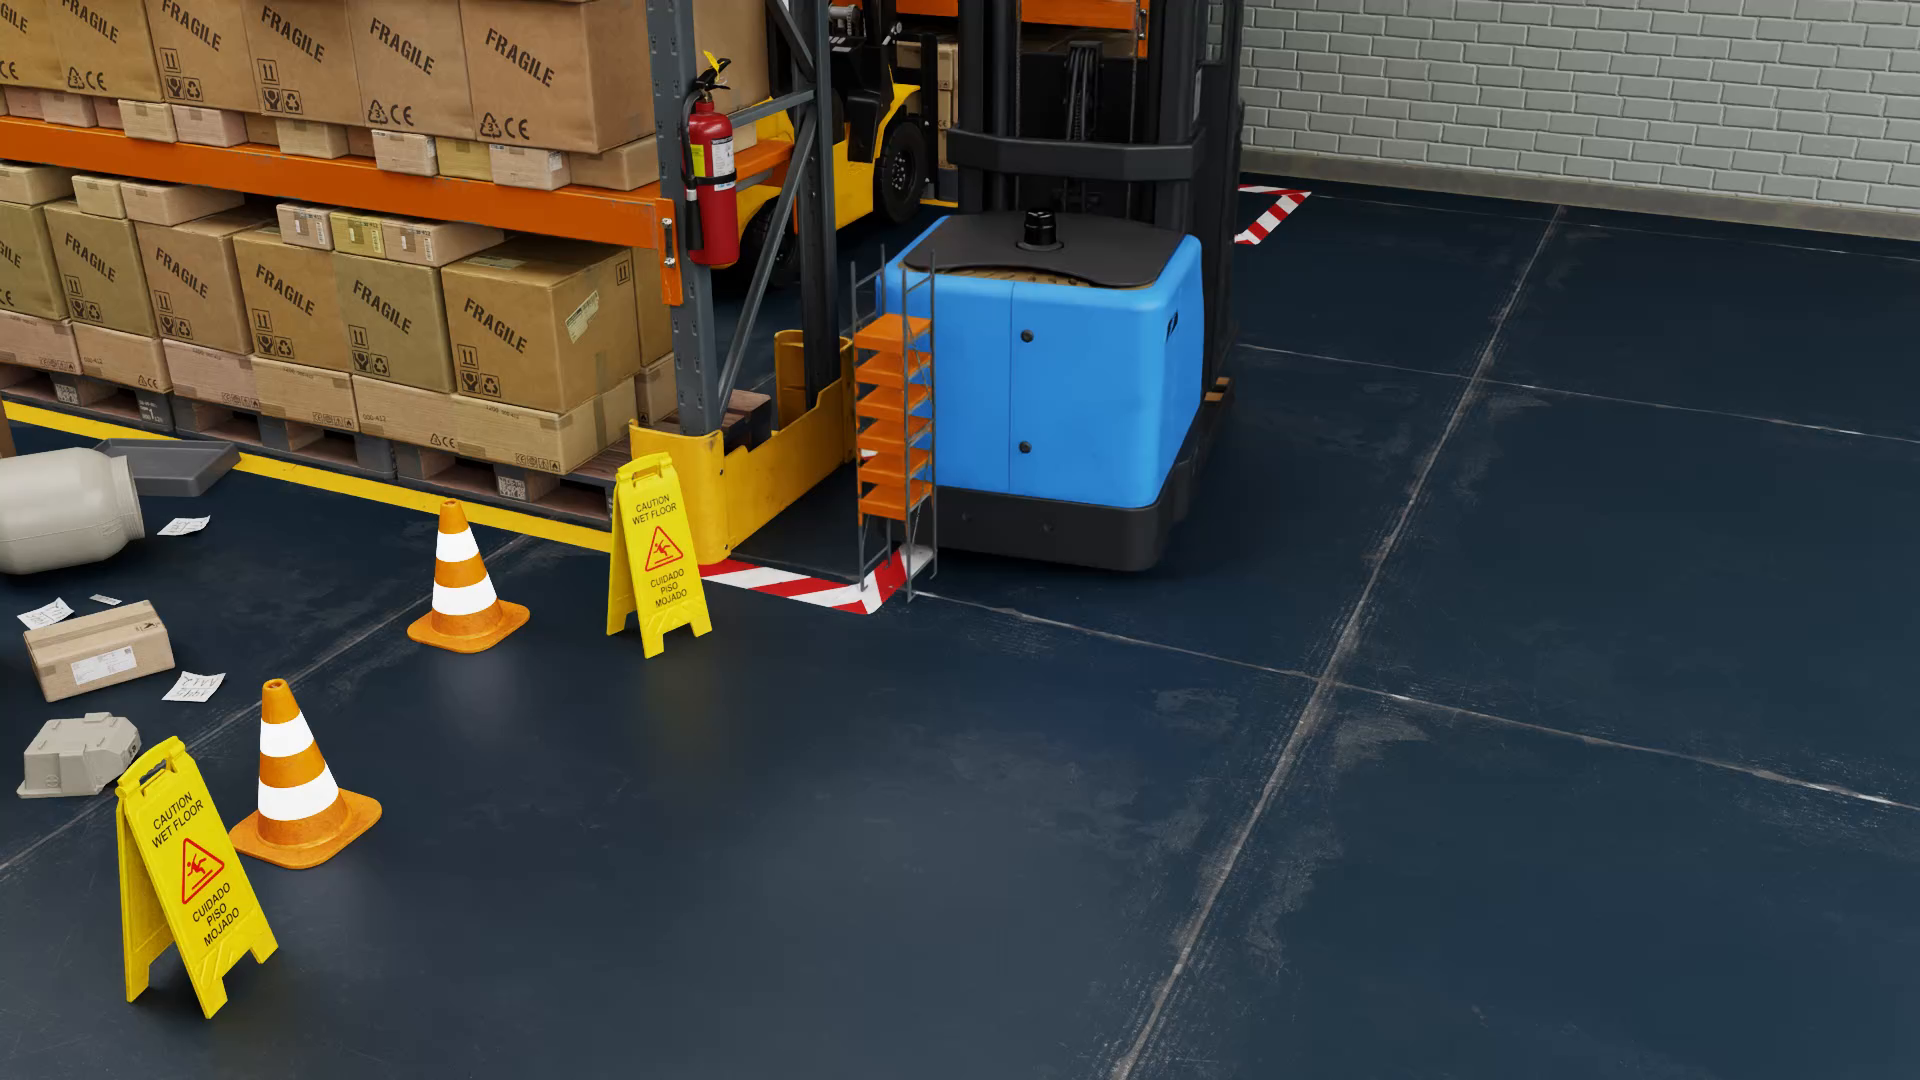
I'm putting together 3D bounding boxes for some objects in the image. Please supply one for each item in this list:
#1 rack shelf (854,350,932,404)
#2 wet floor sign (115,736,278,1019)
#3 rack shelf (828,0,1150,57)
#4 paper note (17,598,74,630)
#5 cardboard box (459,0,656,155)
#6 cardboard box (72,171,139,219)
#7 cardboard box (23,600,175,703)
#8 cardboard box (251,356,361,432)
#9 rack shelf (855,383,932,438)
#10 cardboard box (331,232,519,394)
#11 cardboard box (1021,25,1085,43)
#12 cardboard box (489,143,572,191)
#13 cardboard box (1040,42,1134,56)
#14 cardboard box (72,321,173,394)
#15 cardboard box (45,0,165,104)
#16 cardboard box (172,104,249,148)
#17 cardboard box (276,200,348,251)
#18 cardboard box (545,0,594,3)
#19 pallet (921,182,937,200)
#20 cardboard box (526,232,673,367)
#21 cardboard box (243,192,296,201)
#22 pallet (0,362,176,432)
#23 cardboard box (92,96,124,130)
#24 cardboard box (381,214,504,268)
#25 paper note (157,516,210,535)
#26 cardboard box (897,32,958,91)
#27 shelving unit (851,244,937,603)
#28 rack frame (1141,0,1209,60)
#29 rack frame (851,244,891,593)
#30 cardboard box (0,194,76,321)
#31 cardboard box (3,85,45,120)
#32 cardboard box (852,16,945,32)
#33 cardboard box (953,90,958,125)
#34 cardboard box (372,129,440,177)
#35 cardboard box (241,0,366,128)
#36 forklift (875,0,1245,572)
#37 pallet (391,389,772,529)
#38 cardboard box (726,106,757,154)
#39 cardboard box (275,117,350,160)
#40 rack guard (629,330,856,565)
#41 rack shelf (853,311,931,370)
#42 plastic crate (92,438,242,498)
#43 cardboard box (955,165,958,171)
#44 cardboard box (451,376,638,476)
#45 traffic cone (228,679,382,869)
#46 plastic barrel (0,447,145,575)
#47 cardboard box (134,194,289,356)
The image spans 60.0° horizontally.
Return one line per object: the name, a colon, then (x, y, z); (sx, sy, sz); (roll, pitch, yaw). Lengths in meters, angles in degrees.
rack shelf: (-0.218, -0.559, 5.583); (0.180, 0.103, 0.258); (11, 28, 21)
wet floor sign: (-1.856, 0.777, 3.941); (0.232, 0.644, 0.267); (6, 27, 13)
rack shelf: (-0.514, -3.536, 10.851); (4.000, 0.370, 1.077); (11, 28, 22)
paper note: (-3.141, 0.252, 5.716); (0.142, 0.019, 0.148); (23, 35, 39)
cardboard box: (-1.353, -1.664, 5.783); (0.500, 0.500, 0.500); (11, 28, 21)
cardboard box: (-3.403, -1.454, 6.861); (0.250, 0.149, 0.380); (13, 29, 24)
cardboard box: (-2.774, 0.355, 5.361); (0.380, 0.149, 0.250); (-18, 31, -31)
cardboard box: (-2.539, -0.683, 6.878); (0.500, 0.250, 0.500); (10, 28, 20)
rack shelf: (-0.217, -0.451, 5.637); (0.180, 0.103, 0.258); (11, 28, 21)
cardboard box: (-2.059, -0.924, 6.519); (0.500, 0.500, 0.500); (12, 29, 24)
cardboard box: (0.491, -3.151, 10.759); (0.500, 0.250, 0.500); (11, 28, 22)
cardboard box: (-1.451, -1.368, 5.918); (0.250, 0.149, 0.380); (11, 28, 21)
cardboard box: (0.758, -2.856, 10.160); (0.500, 0.250, 0.500); (12, 29, 24)
cardboard box: (-3.470, -0.874, 7.266); (0.500, 0.250, 0.500); (13, 29, 25)
cardboard box: (-3.183, -2.035, 6.537); (0.500, 0.500, 0.500); (11, 28, 21)
cardboard box: (-2.831, -1.657, 6.503); (0.250, 0.149, 0.380); (11, 28, 22)
cardboard box: (-2.411, -1.257, 6.461); (0.250, 0.149, 0.380); (13, 29, 24)
cardboard box: (-1.300, -2.129, 5.597); (0.500, 0.500, 0.700); (11, 28, 21)
pallet: (-0.514, -2.589, 11.270); (1.213, 0.211, 1.003); (11, 28, 22)
cardboard box: (-1.387, -1.051, 6.777); (0.500, 0.500, 0.500); (10, 28, 20)
cardboard box: (-2.808, -1.334, 7.352); (0.500, 0.500, 0.500); (13, 29, 24)
pallet: (-3.760, -0.869, 7.775); (1.213, 0.211, 1.003); (11, 28, 22)
cardboard box: (-3.260, -1.772, 6.738); (0.250, 0.149, 0.380); (11, 28, 22)
cardboard box: (-1.944, -1.161, 6.266); (0.250, 0.149, 0.380); (12, 29, 23)
paper note: (-2.954, -0.058, 6.333); (0.148, 0.019, 0.142); (2, 26, 4)
cardboard box: (-0.173, -3.035, 10.524); (0.500, 0.250, 0.500); (12, 29, 22)
shelving unit: (-0.217, -0.384, 5.670); (0.189, 1.200, 0.258); (11, 28, 21)
rack frame: (1.306, -3.493, 9.950); (0.127, 3.000, 1.000); (11, 28, 22)
rack frame: (-0.301, -0.400, 5.703); (0.006, 1.200, 0.240); (11, 28, 21)
cardboard box: (-3.961, -1.303, 7.289); (0.500, 0.500, 0.500); (13, 29, 24)
cardboard box: (-3.726, -1.867, 6.931); (0.250, 0.149, 0.380); (11, 28, 22)
cardboard box: (-0.424, -3.343, 11.150); (0.500, 0.250, 0.500); (11, 28, 21)
cardboard box: (0.282, -2.732, 10.474); (0.500, 0.250, 0.500); (11, 28, 21)
cardboard box: (-1.922, -1.459, 6.101); (0.250, 0.149, 0.380); (12, 29, 23)
cardboard box: (-2.261, -1.850, 6.162); (0.500, 0.500, 0.500); (11, 28, 22)
forklift: (0.598, -1.834, 6.657); (1.130, 2.935, 3.031); (7, 27, 15)
pallet: (-1.539, -0.423, 6.869); (1.213, 0.211, 1.003); (11, 28, 22)
cardboard box: (-0.969, -1.530, 6.245); (0.250, 0.149, 0.380); (11, 28, 22)
cardboard box: (-2.367, -1.572, 6.332); (0.250, 0.149, 0.380); (11, 28, 21)
rack guard: (-0.814, -0.389, 6.475); (0.348, 0.500, 1.175); (11, 28, 22)
rack shelf: (-0.218, -0.666, 5.530); (0.180, 0.103, 0.258); (11, 28, 21)
plastic crate: (-3.297, -0.302, 6.772); (0.583, 0.080, 0.402); (2, 26, 4)
cardboard box: (0.299, -2.502, 10.573); (0.500, 0.250, 0.500); (11, 28, 22)
cardboard box: (-1.614, -0.496, 6.499); (0.500, 0.250, 0.500); (11, 28, 22)
traffic cone: (-1.821, 0.590, 4.528); (0.334, 0.463, 0.336); (11, 28, 22)
plastic barrel: (-3.252, -0.110, 5.994); (0.512, 0.421, 0.421); (-12, 29, -23)
cardboard box: (-2.998, -1.114, 6.906); (0.500, 0.500, 0.500); (13, 29, 24)
